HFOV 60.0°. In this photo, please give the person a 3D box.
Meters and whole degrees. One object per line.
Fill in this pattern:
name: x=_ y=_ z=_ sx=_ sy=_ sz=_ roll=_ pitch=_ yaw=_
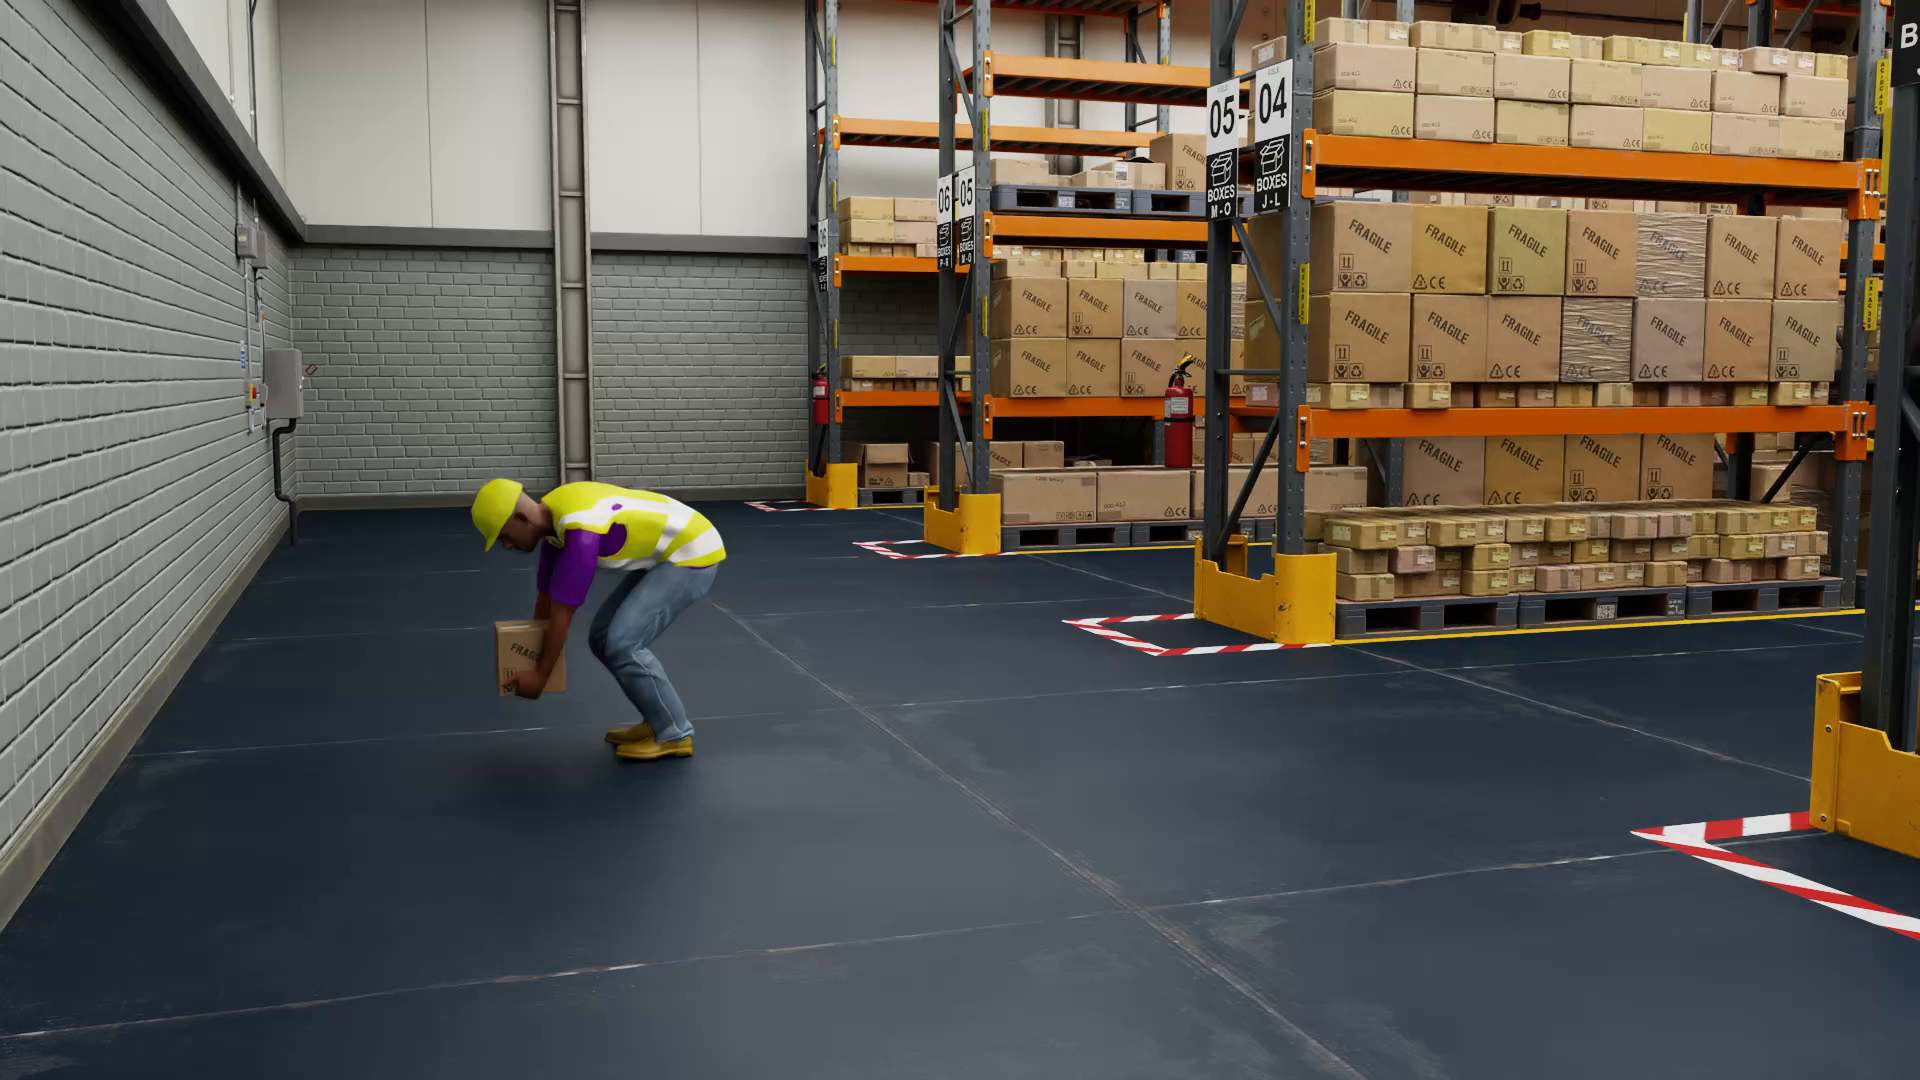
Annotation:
person: x=-1.405 y=0.301 z=6.528 sx=0.964 sy=1.103 sz=0.512 roll=-2 pitch=6 yaw=-22
